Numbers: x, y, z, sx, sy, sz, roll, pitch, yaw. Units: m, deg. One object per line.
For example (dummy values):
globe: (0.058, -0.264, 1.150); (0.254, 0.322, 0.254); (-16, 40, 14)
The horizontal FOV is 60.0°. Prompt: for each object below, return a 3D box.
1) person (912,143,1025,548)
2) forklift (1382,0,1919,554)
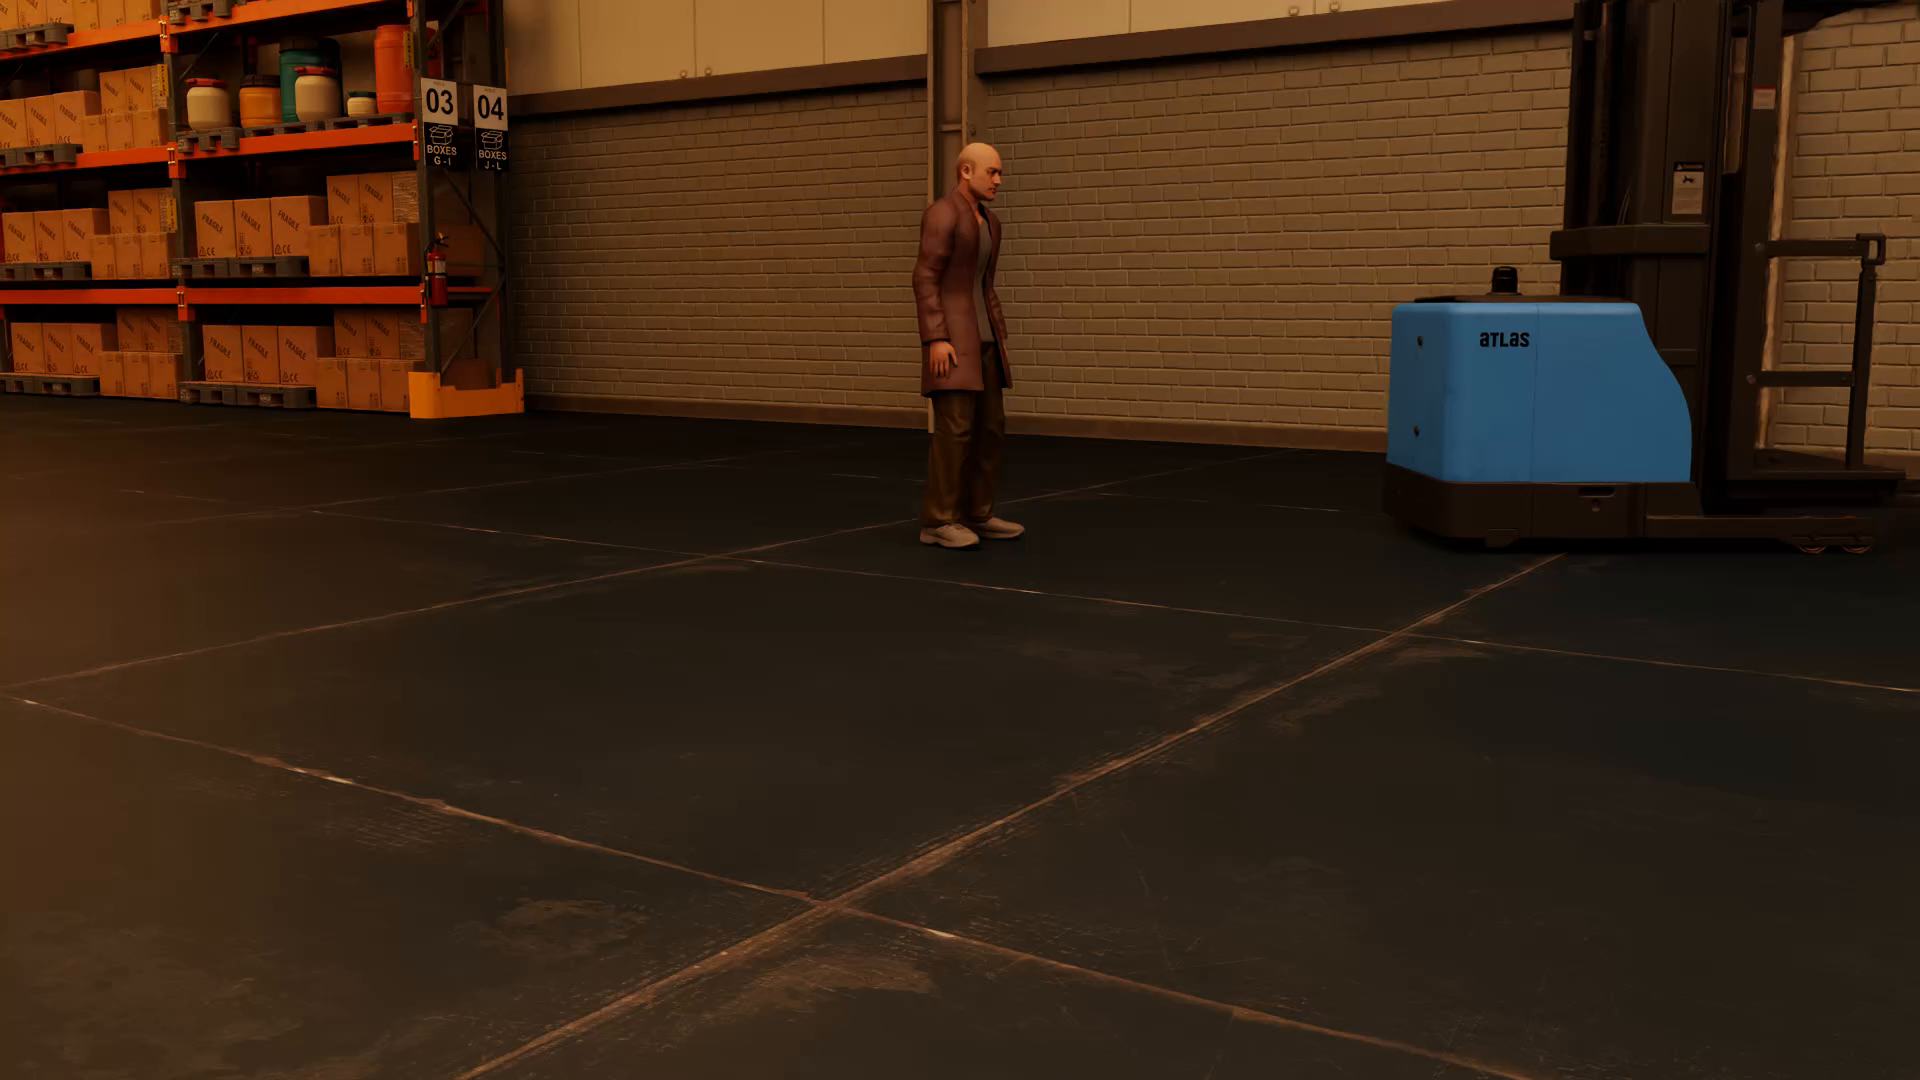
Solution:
person: (0.032, -0.877, 7.469); (0.431, 1.773, 0.644); (5, 10, 32)
forklift: (3.577, -1.466, 7.501); (3.031, 2.935, 1.130); (0, 8, -1)
